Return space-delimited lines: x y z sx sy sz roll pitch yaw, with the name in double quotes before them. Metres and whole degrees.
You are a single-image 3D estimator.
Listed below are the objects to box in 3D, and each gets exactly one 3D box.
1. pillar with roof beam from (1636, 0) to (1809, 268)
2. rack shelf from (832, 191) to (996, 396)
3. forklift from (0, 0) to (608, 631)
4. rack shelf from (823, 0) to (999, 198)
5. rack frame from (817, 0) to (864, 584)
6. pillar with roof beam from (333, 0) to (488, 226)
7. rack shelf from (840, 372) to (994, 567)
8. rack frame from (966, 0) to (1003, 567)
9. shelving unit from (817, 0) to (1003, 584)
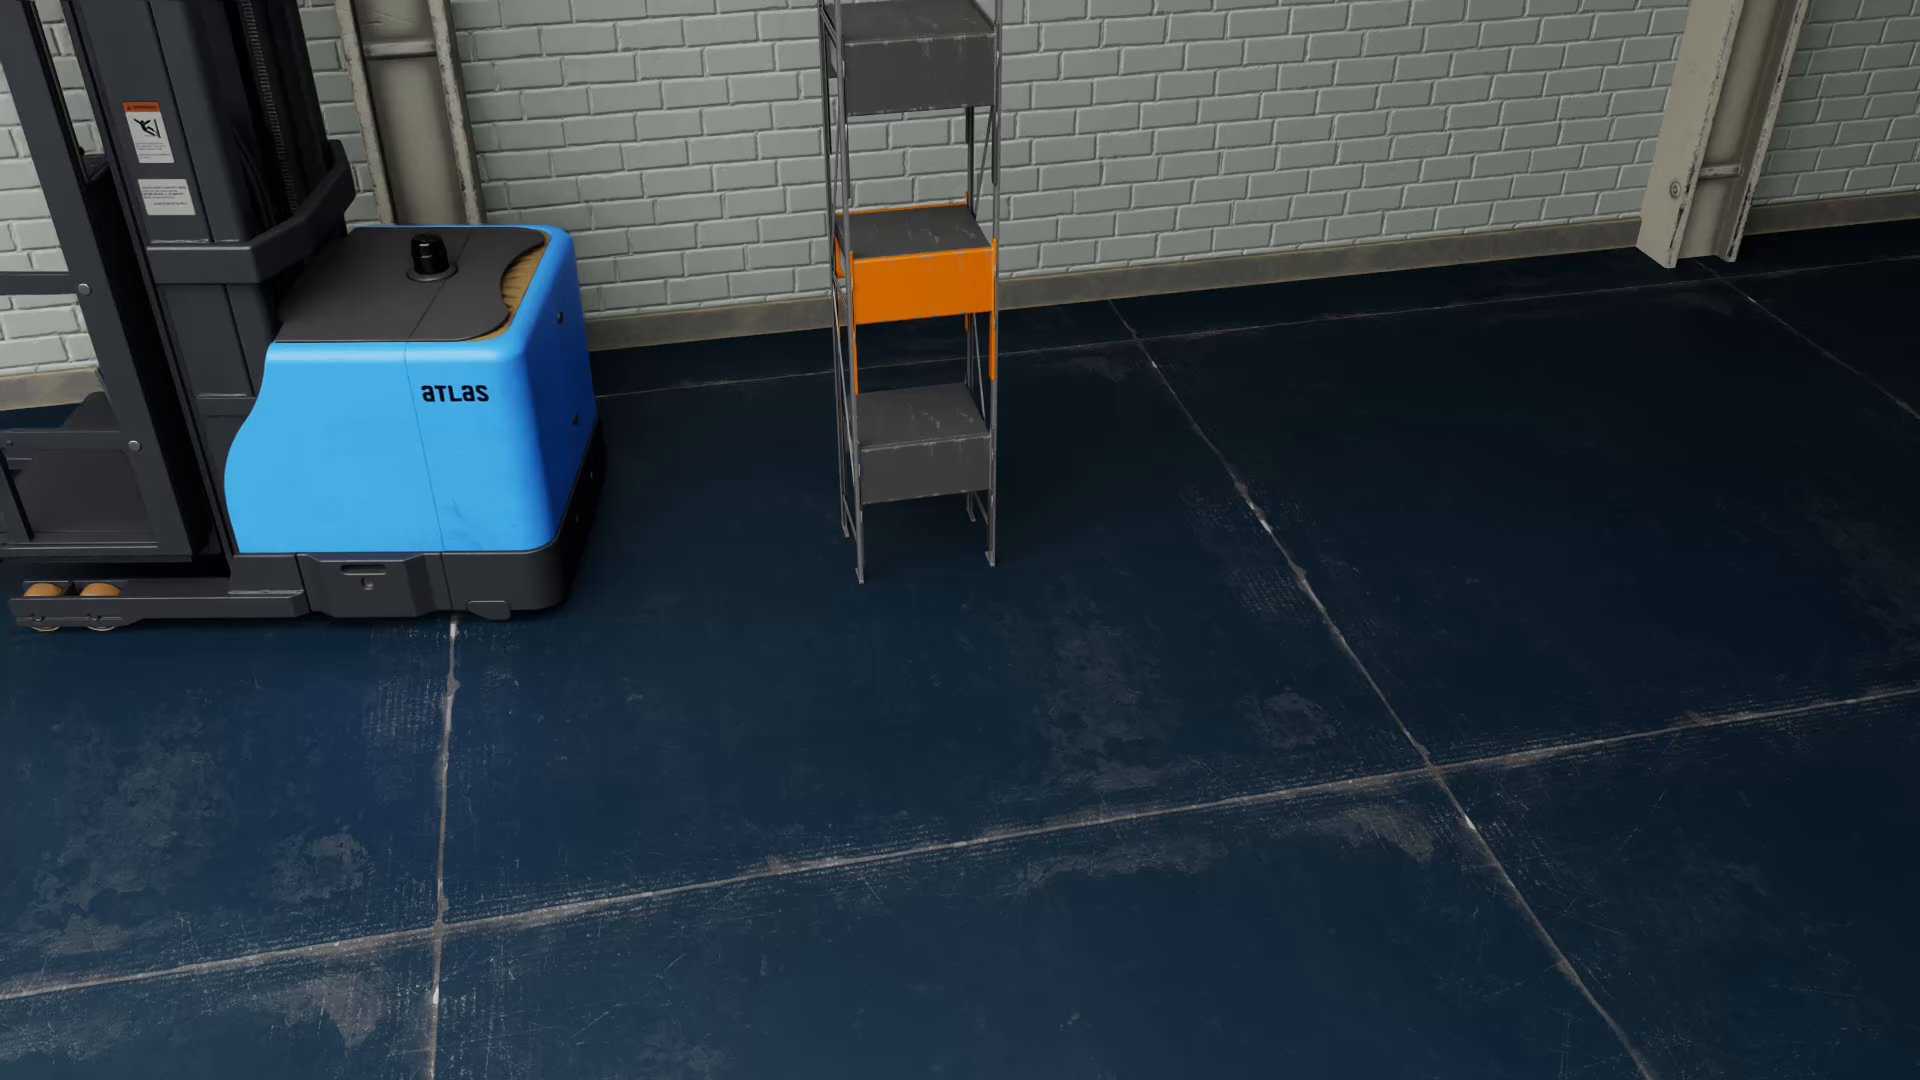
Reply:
"pillar with roof beam" 4.617 -2.855 2.428 0.400 9.000 9.100 -7 35 -11
"rack shelf" -0.161 -0.840 5.642 0.480 0.518 0.431 -7 35 -11
"forklift" -2.897 -1.197 5.403 3.031 2.935 1.130 0 34 -1
"rack shelf" -0.161 -1.421 5.252 0.480 0.518 0.431 -7 35 -11
"rack frame" -0.399 -0.822 5.590 0.015 2.100 0.400 -7 35 -11
"pillar with roof beam" -1.236 -2.117 1.329 0.400 9.000 9.100 -7 35 -11
"rack shelf" -0.161 -0.259 6.032 0.480 0.518 0.431 -7 35 -11
"rack frame" 0.077 -0.882 5.679 0.015 2.100 0.400 -7 35 -11
"shelving unit" -0.161 -0.852 5.635 0.503 2.100 0.431 -7 35 -11
